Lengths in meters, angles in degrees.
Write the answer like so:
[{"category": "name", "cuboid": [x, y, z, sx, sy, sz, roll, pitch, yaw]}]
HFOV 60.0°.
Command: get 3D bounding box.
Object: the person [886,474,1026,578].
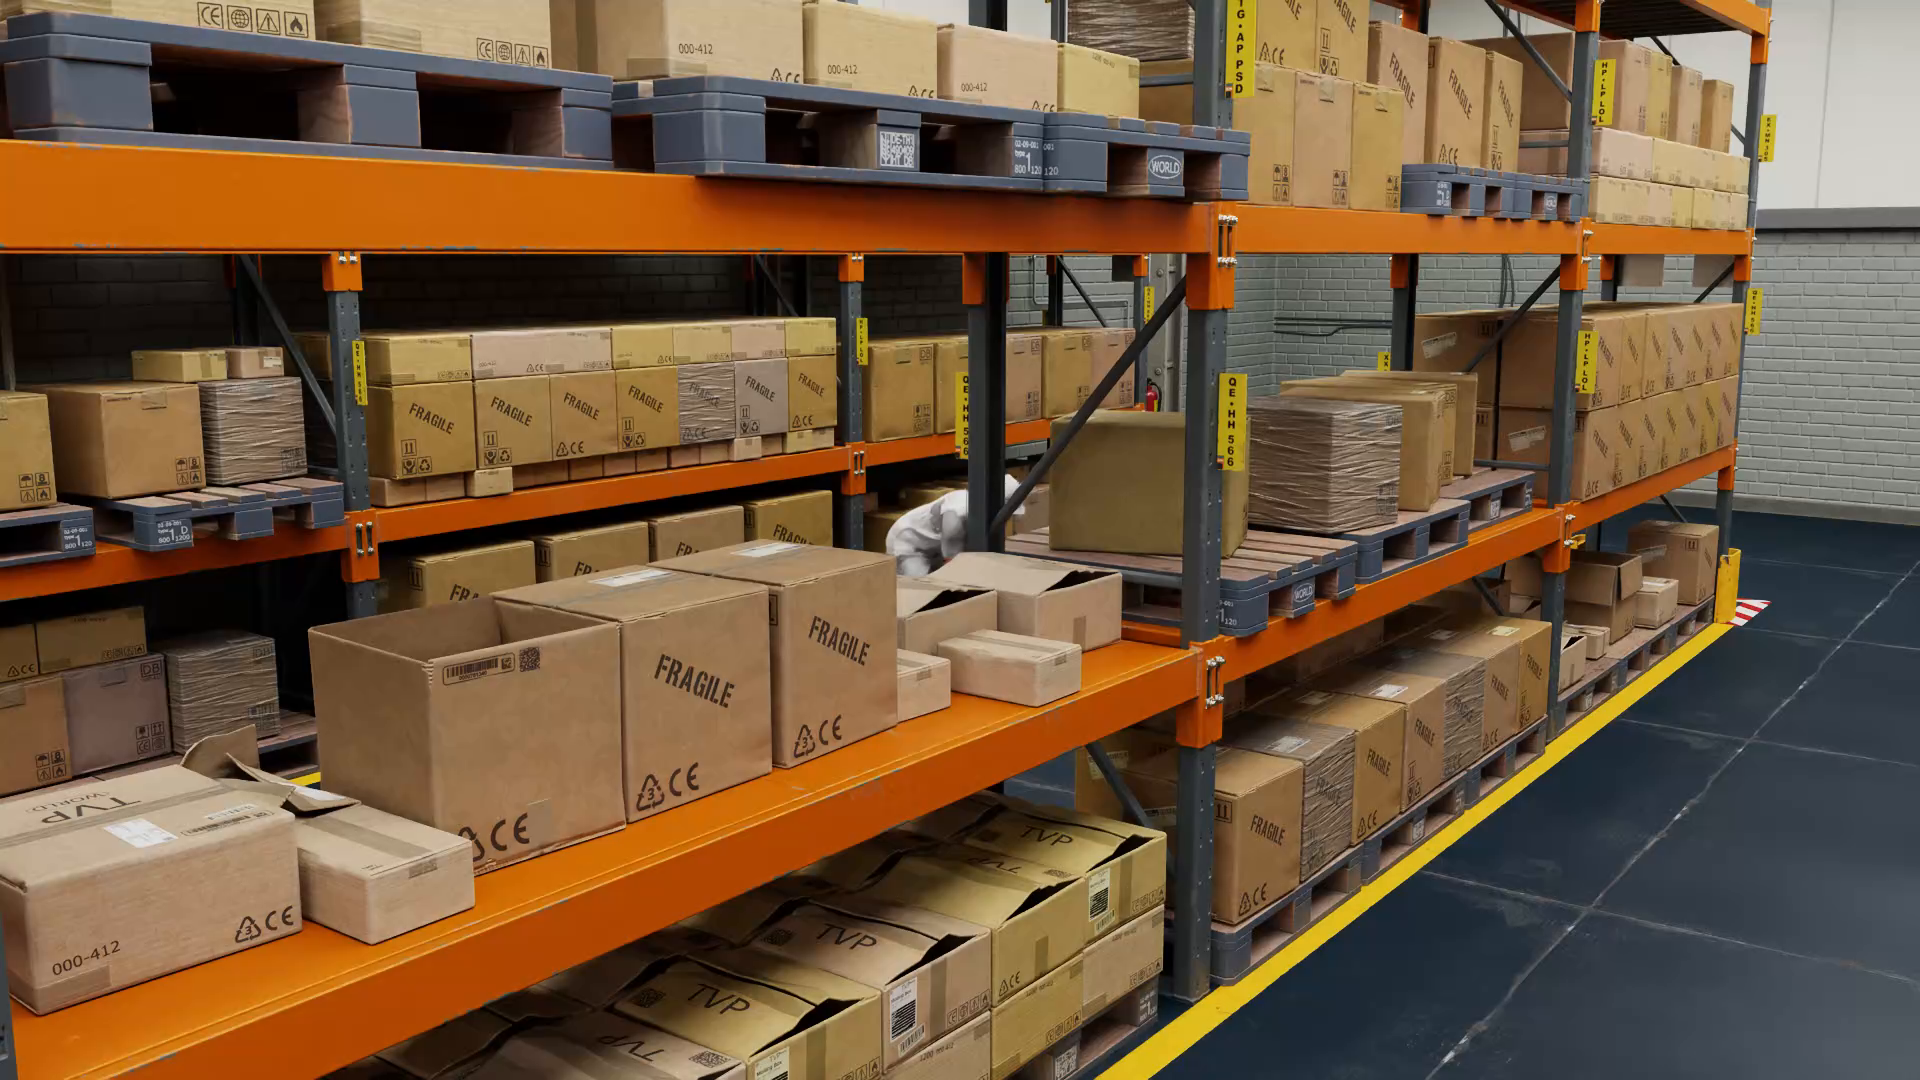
[{"category": "person", "cuboid": [-0.018, 0.276, 9.870, 0.887, 1.393, 0.490, 7, 12, 34]}]
